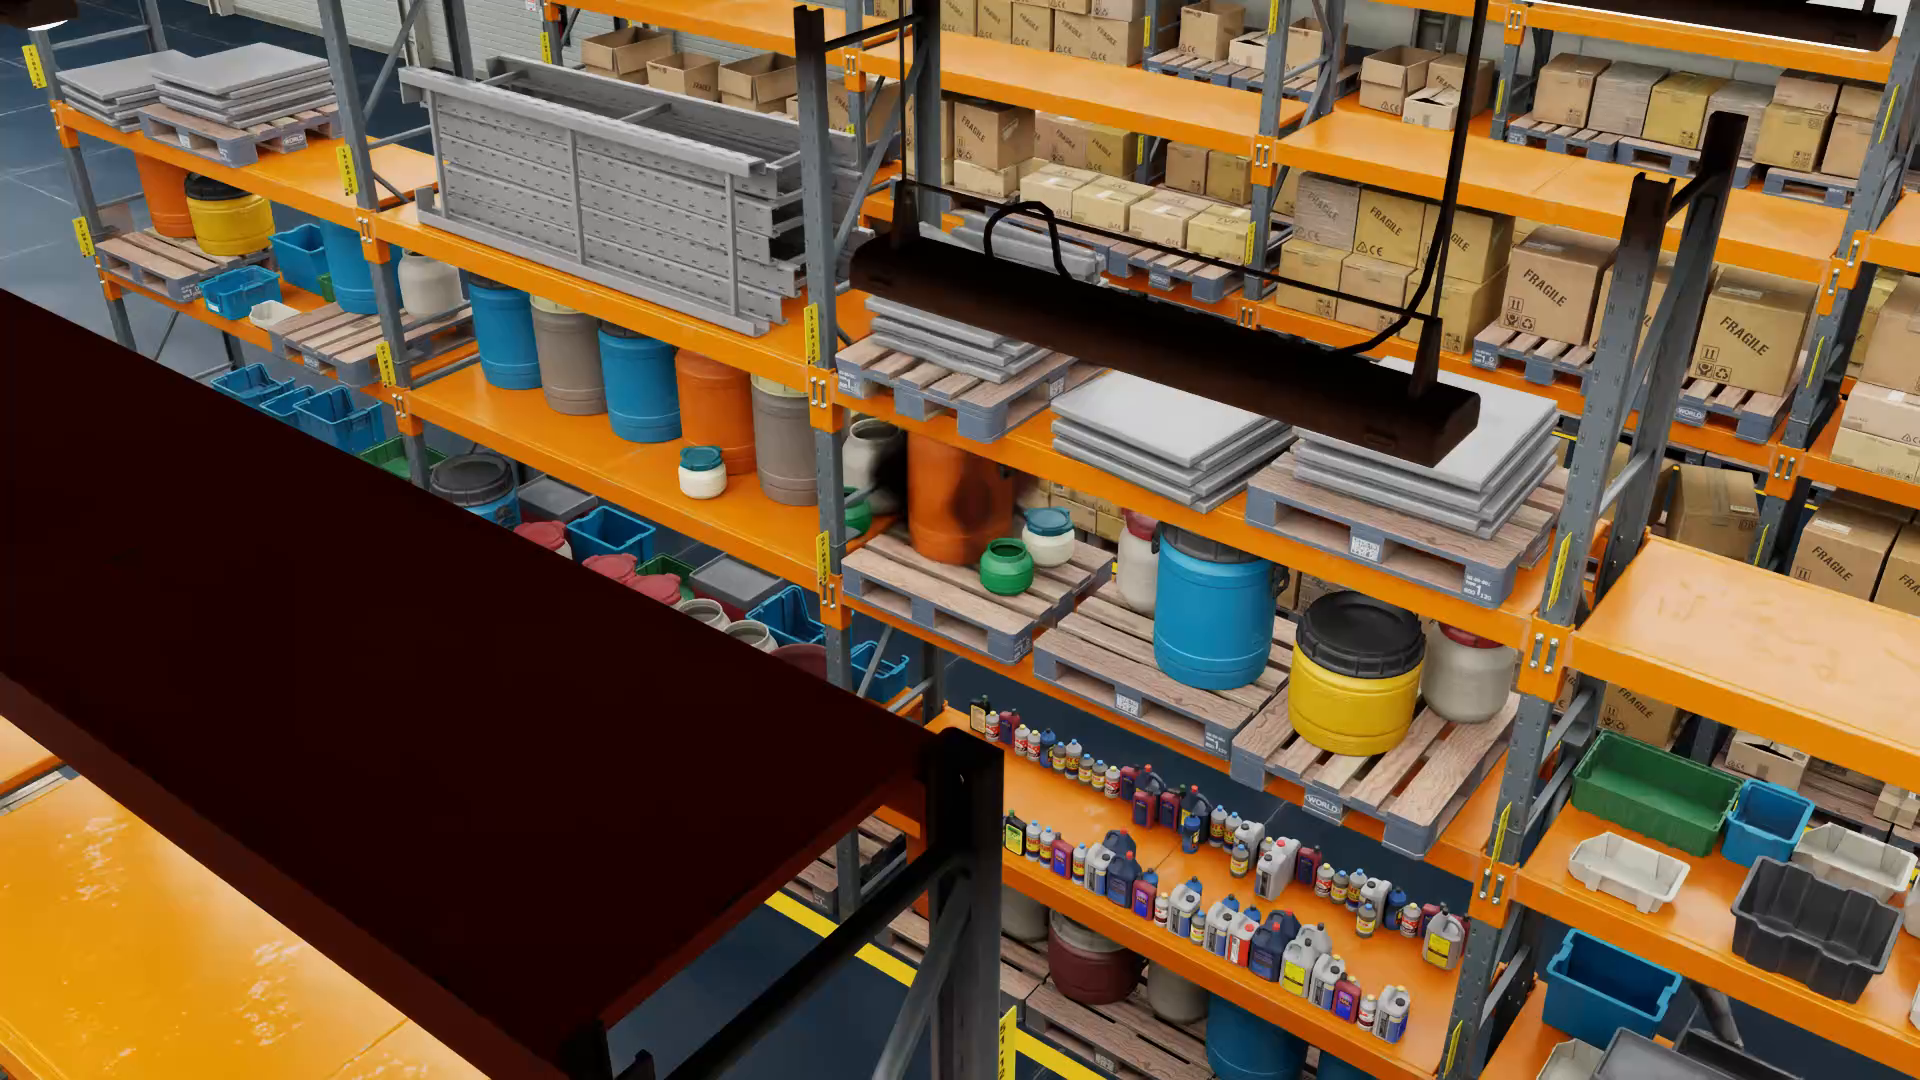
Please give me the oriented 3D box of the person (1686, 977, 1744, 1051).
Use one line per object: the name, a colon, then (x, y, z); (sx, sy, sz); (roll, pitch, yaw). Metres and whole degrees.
person: (4.316, 2.295, 9.864); (0.977, 1.731, 0.536); (26, 40, 36)
